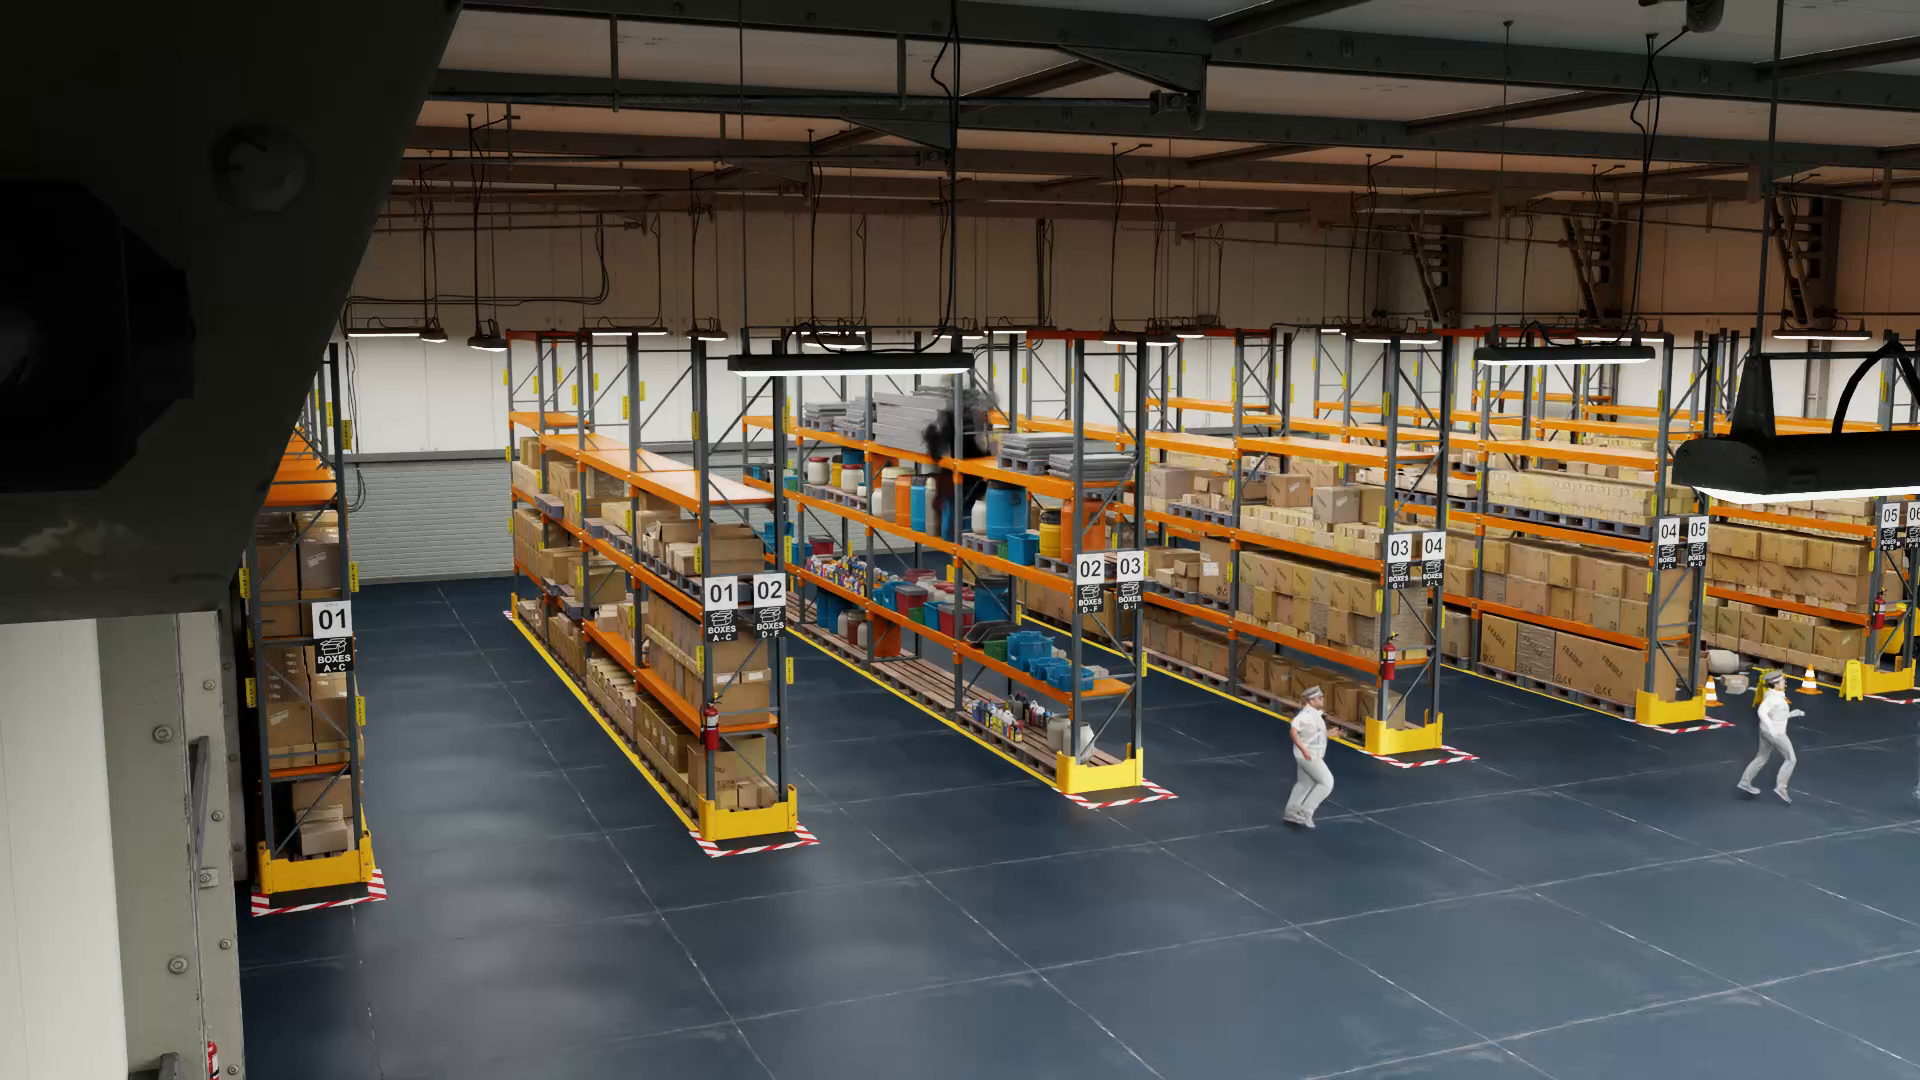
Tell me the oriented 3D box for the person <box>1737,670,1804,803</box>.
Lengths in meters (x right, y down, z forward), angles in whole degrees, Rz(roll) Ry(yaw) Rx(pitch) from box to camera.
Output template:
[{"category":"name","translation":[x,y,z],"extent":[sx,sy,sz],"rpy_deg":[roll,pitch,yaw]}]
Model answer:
[{"category":"person","translation":[10.603,2.558,21.688],"extent":[0.726,1.752,0.578],"rpy_deg":[1,8,9]}]

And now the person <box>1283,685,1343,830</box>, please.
[{"category":"person","translation":[4.381,2.682,20.596],"extent":[0.700,1.811,0.631],"rpy_deg":[1,8,10]}]
